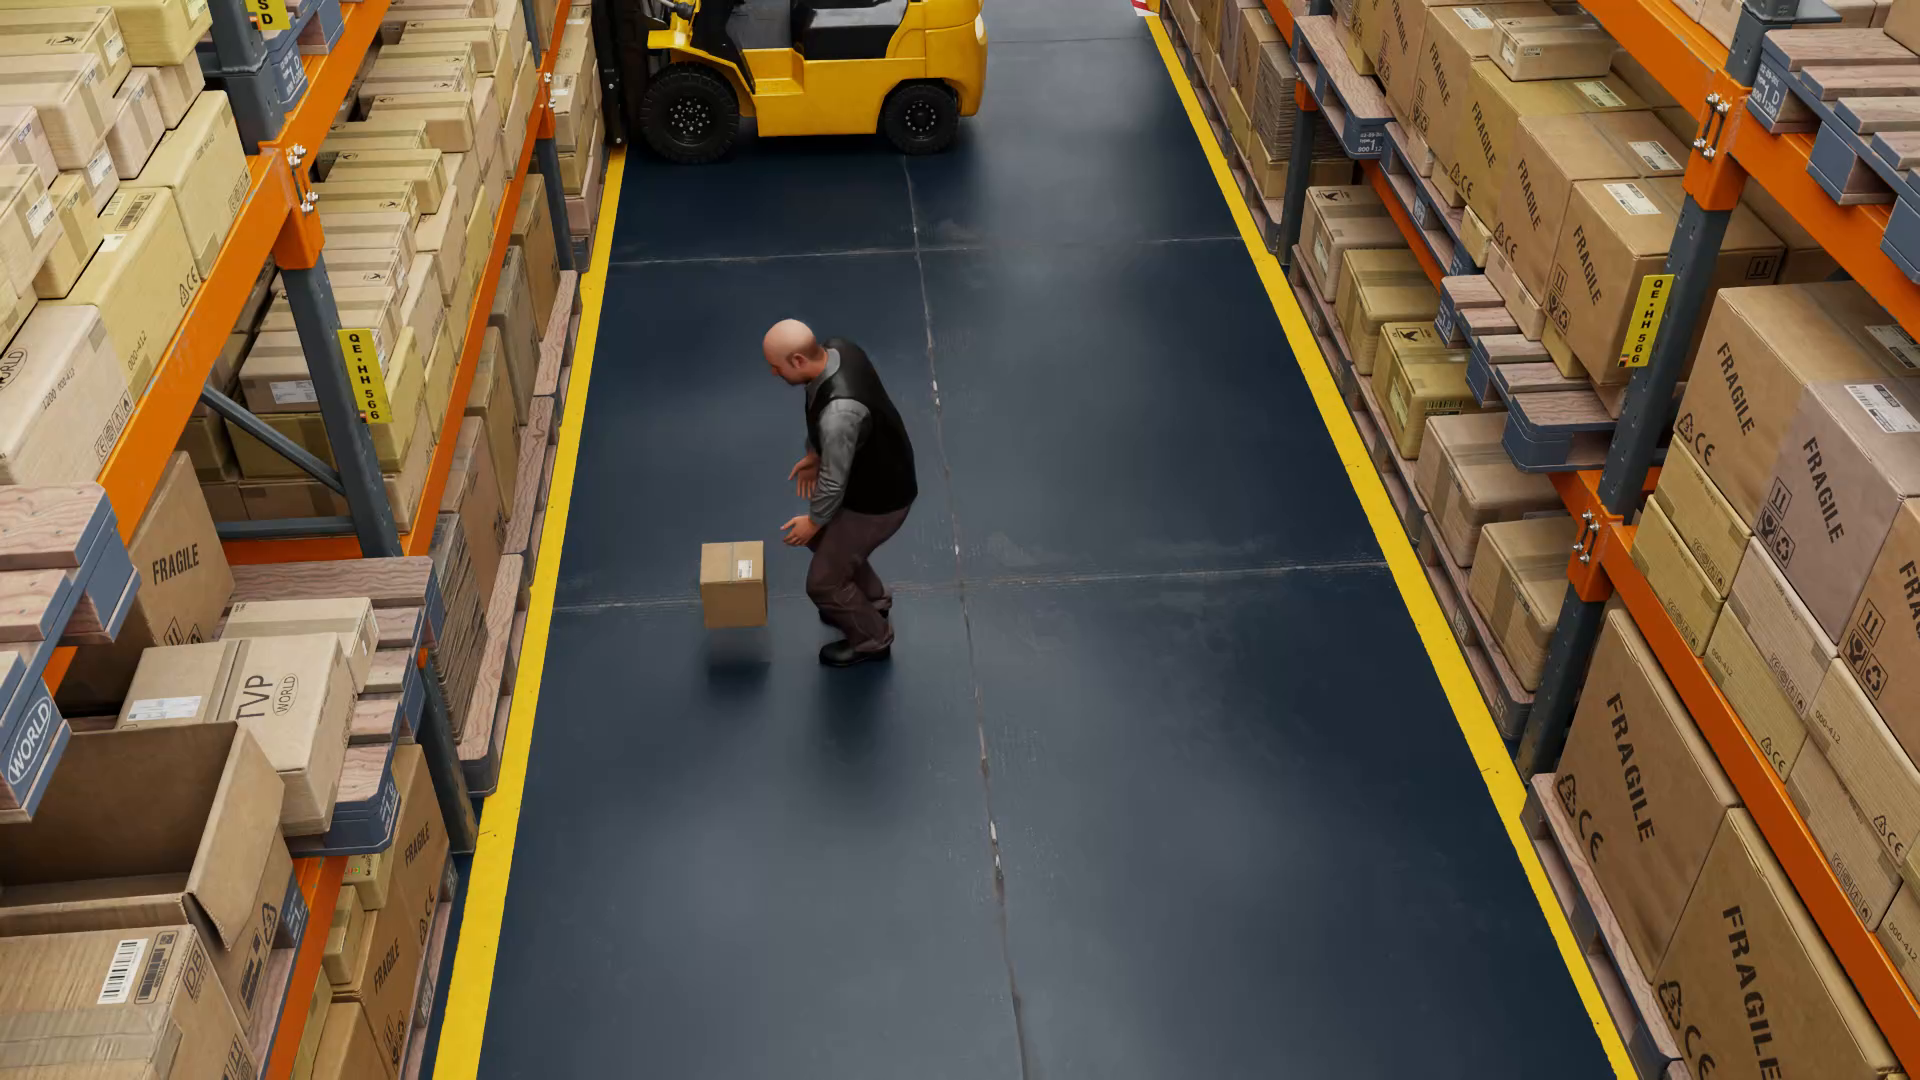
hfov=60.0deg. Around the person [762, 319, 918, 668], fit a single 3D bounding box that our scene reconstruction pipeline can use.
[{"bbox_3d":[-0.444,-0.183,6.521,0.555,1.581,0.581,-3,39,-3],"label":"person"}]
